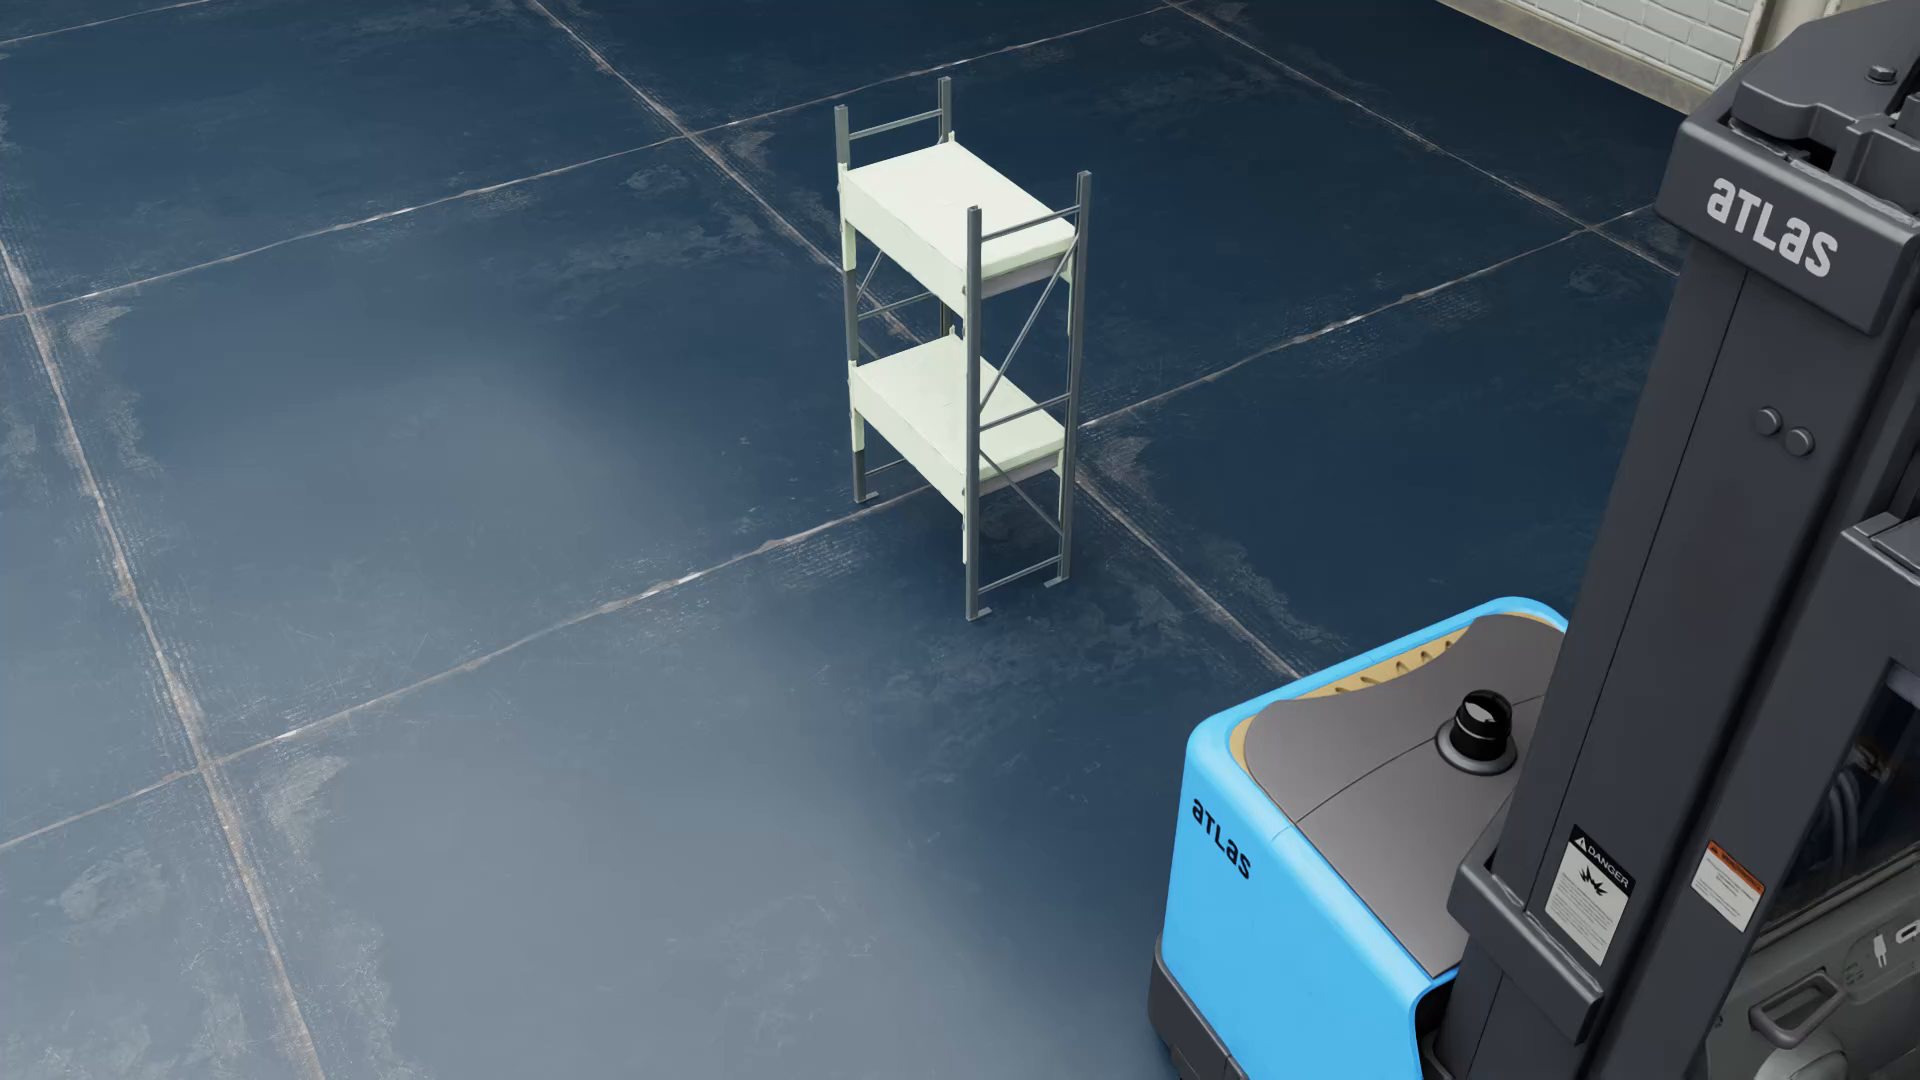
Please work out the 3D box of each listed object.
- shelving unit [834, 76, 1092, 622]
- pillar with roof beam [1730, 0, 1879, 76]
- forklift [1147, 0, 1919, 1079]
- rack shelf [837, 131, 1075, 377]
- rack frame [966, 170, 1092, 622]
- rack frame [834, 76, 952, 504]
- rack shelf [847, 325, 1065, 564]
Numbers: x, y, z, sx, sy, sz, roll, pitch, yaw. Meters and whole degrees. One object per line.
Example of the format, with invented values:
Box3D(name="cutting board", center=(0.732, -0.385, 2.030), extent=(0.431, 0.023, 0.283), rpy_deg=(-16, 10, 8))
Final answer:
Box3D(name="shelving unit", center=(-0.004, -0.580, 5.274), extent=(0.431, 1.500, 0.755), rpy_deg=(-22, 45, -24))
Box3D(name="pillar with roof beam", center=(0.178, -3.772, 3.248), extent=(9.100, 9.000, 0.400), rpy_deg=(-22, 45, -24))
Box3D(name="forklift", center=(1.614, 0.787, 2.515), extent=(1.130, 2.935, 3.031), rpy_deg=(-19, 43, -21))
Box3D(name="rack shelf", center=(-0.004, -0.880, 5.024), extent=(0.431, 0.370, 0.720), rpy_deg=(-22, 45, -24))
Box3D(name="rack frame", center=(0.193, -0.382, 5.037), extent=(0.400, 1.500, 0.023), rpy_deg=(-22, 45, -24))
Box3D(name="rack frame", center=(-0.200, -0.777, 5.511), extent=(0.400, 1.500, 0.023), rpy_deg=(-22, 45, -24))
Box3D(name="rack shelf", center=(-0.004, -0.329, 5.483), extent=(0.431, 0.370, 0.720), rpy_deg=(-22, 45, -24))
